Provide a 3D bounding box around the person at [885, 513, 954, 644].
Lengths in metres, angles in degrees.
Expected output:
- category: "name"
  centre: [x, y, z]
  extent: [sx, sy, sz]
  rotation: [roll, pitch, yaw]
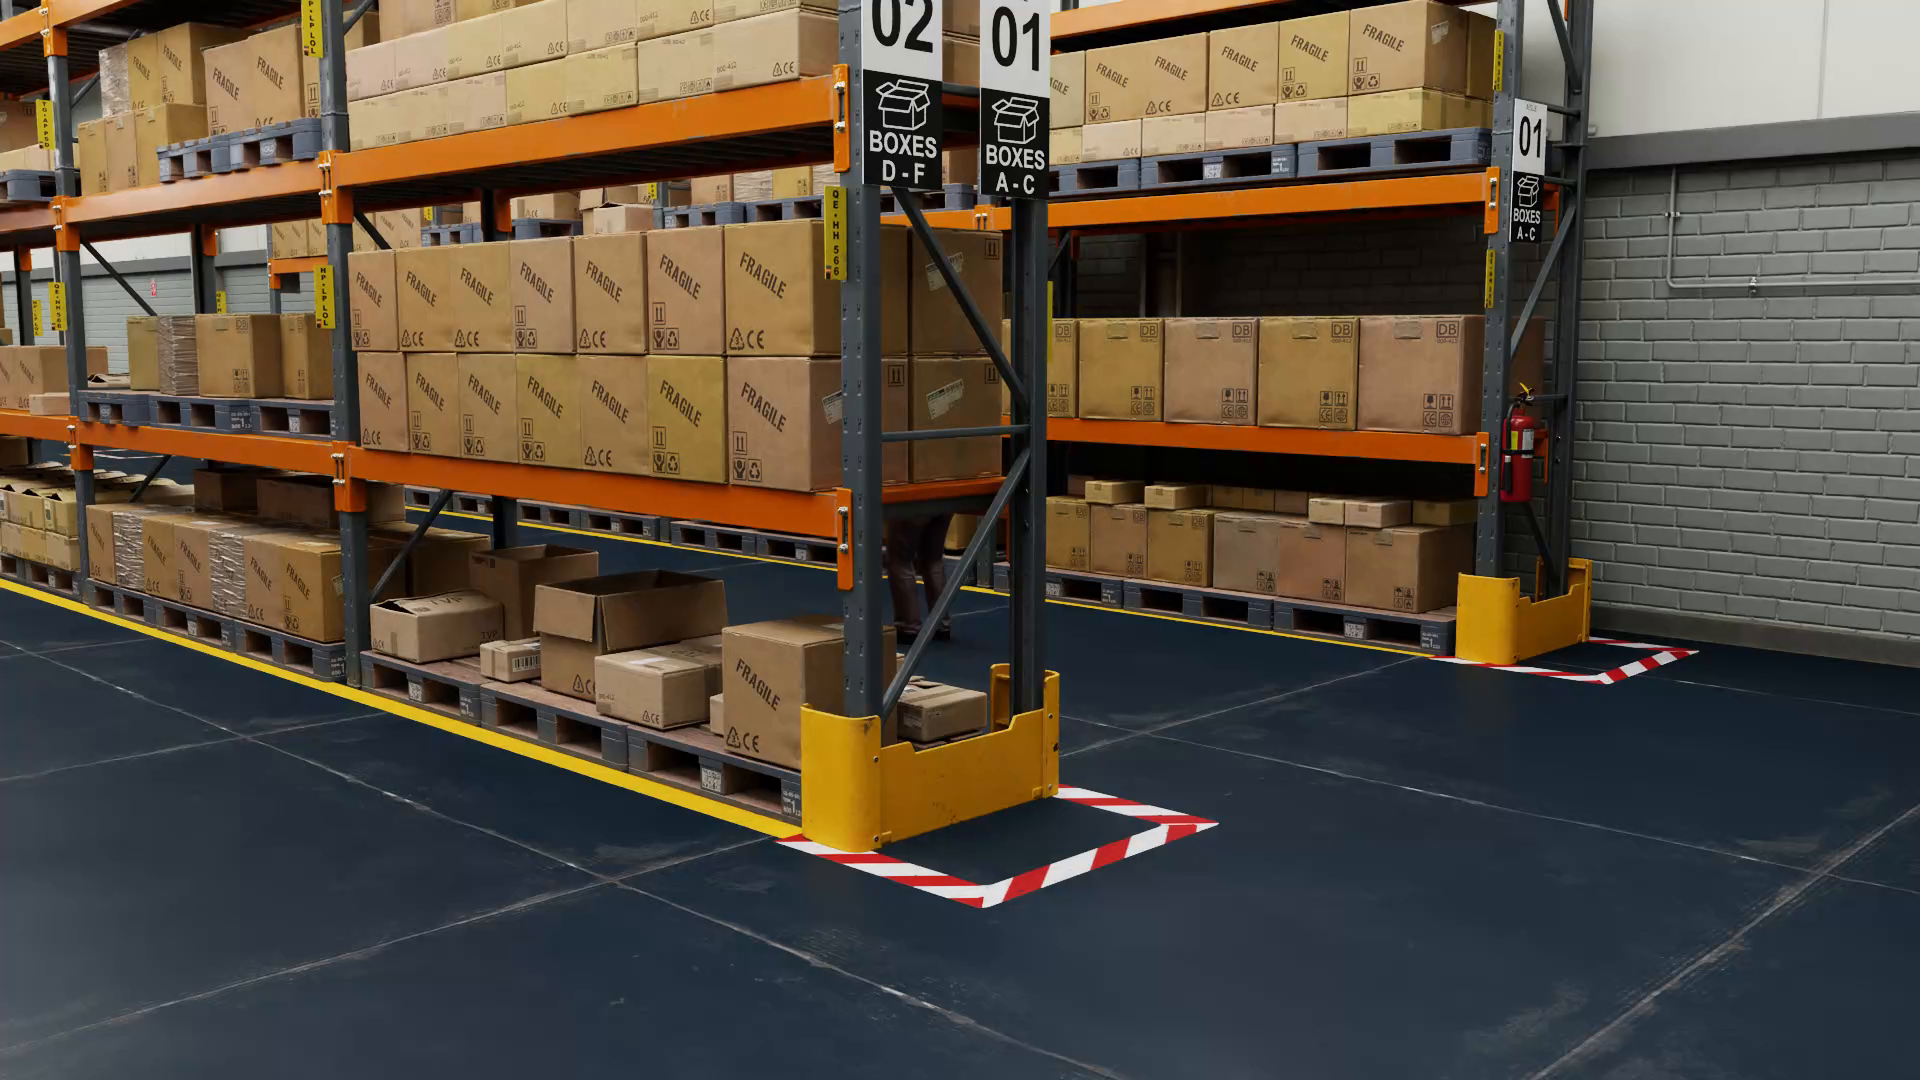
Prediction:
- category: "person"
  centre: [-0.330, -0.222, 10.270]
  extent: [0.557, 1.703, 0.486]
  rotation: [6, 9, 42]
